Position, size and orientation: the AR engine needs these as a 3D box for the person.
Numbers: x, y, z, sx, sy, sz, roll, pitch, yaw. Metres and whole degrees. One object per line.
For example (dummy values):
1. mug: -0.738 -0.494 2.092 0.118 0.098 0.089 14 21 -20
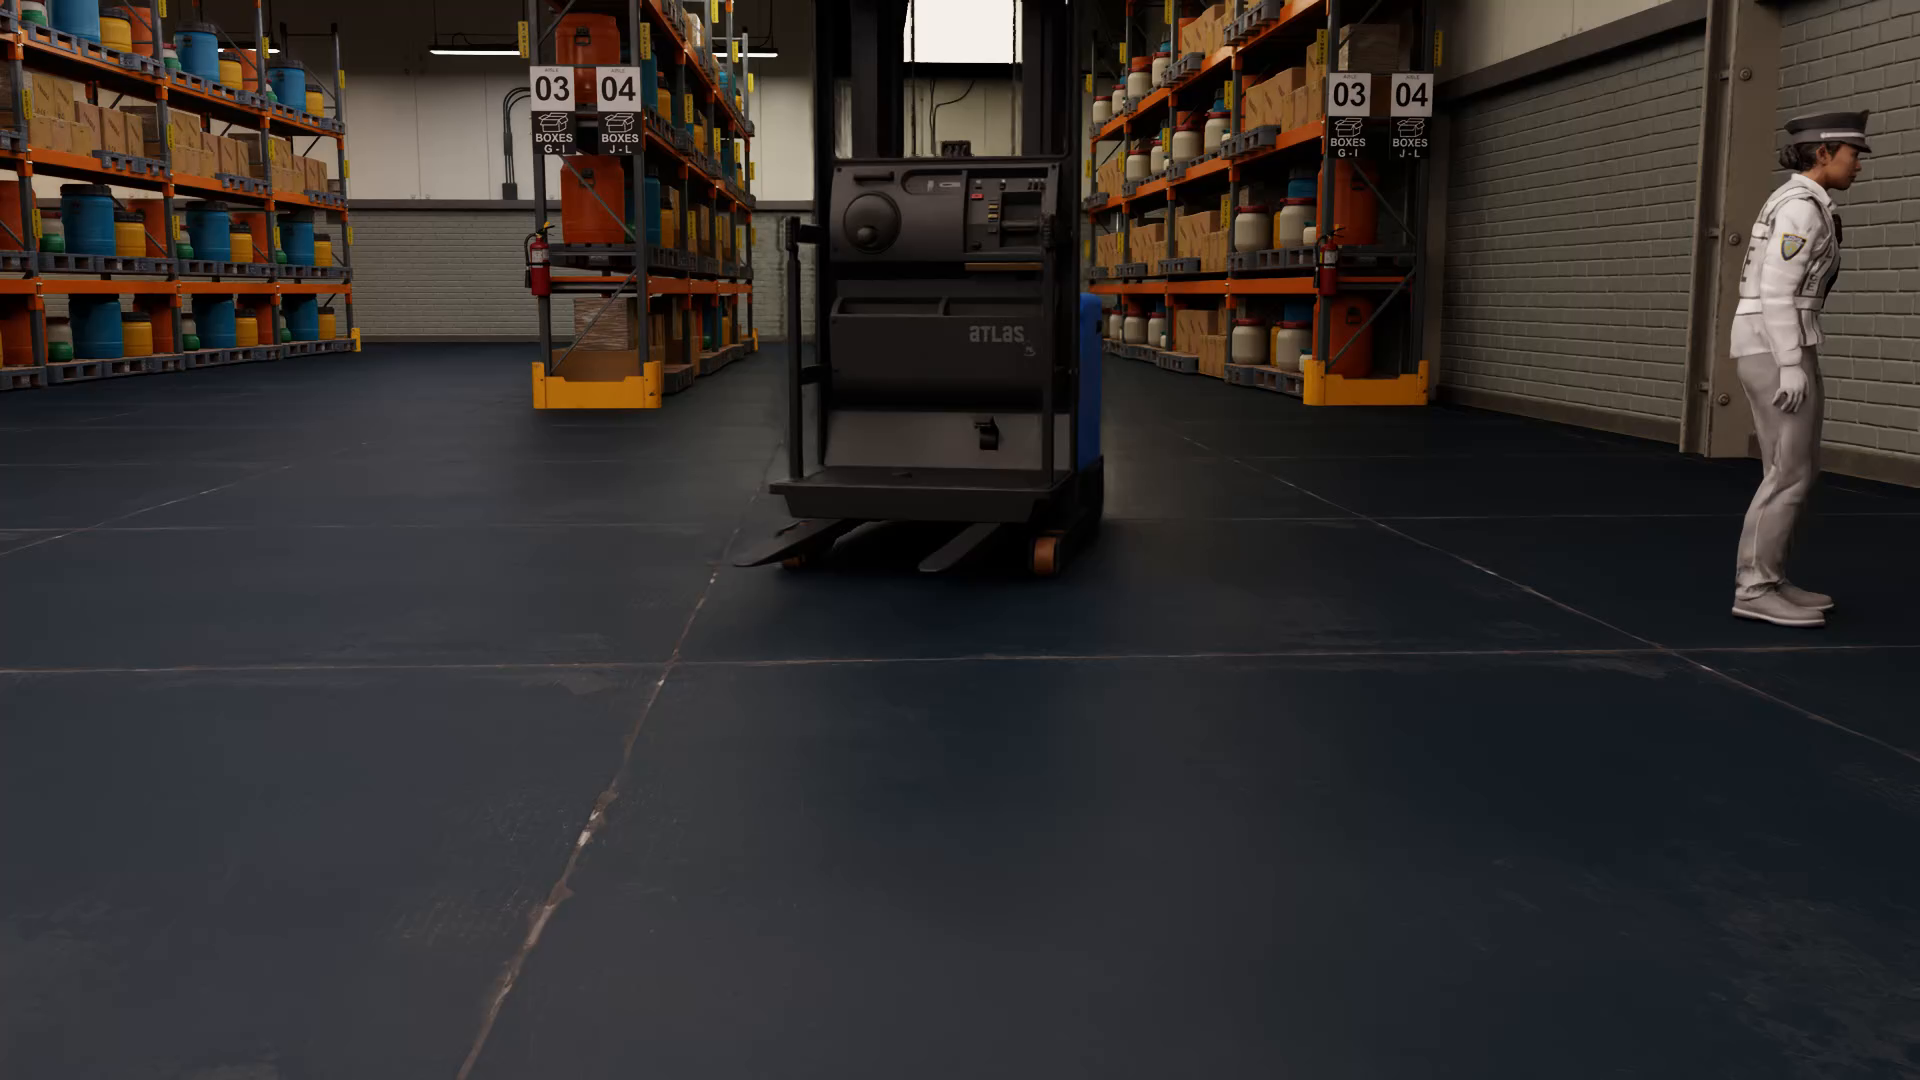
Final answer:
1. person: 2.761 -0.574 5.524 0.375 1.662 0.528 5 10 31

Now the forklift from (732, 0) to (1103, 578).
1. forklift: -0.104 -1.360 6.493 1.130 2.935 3.031 2 9 11
